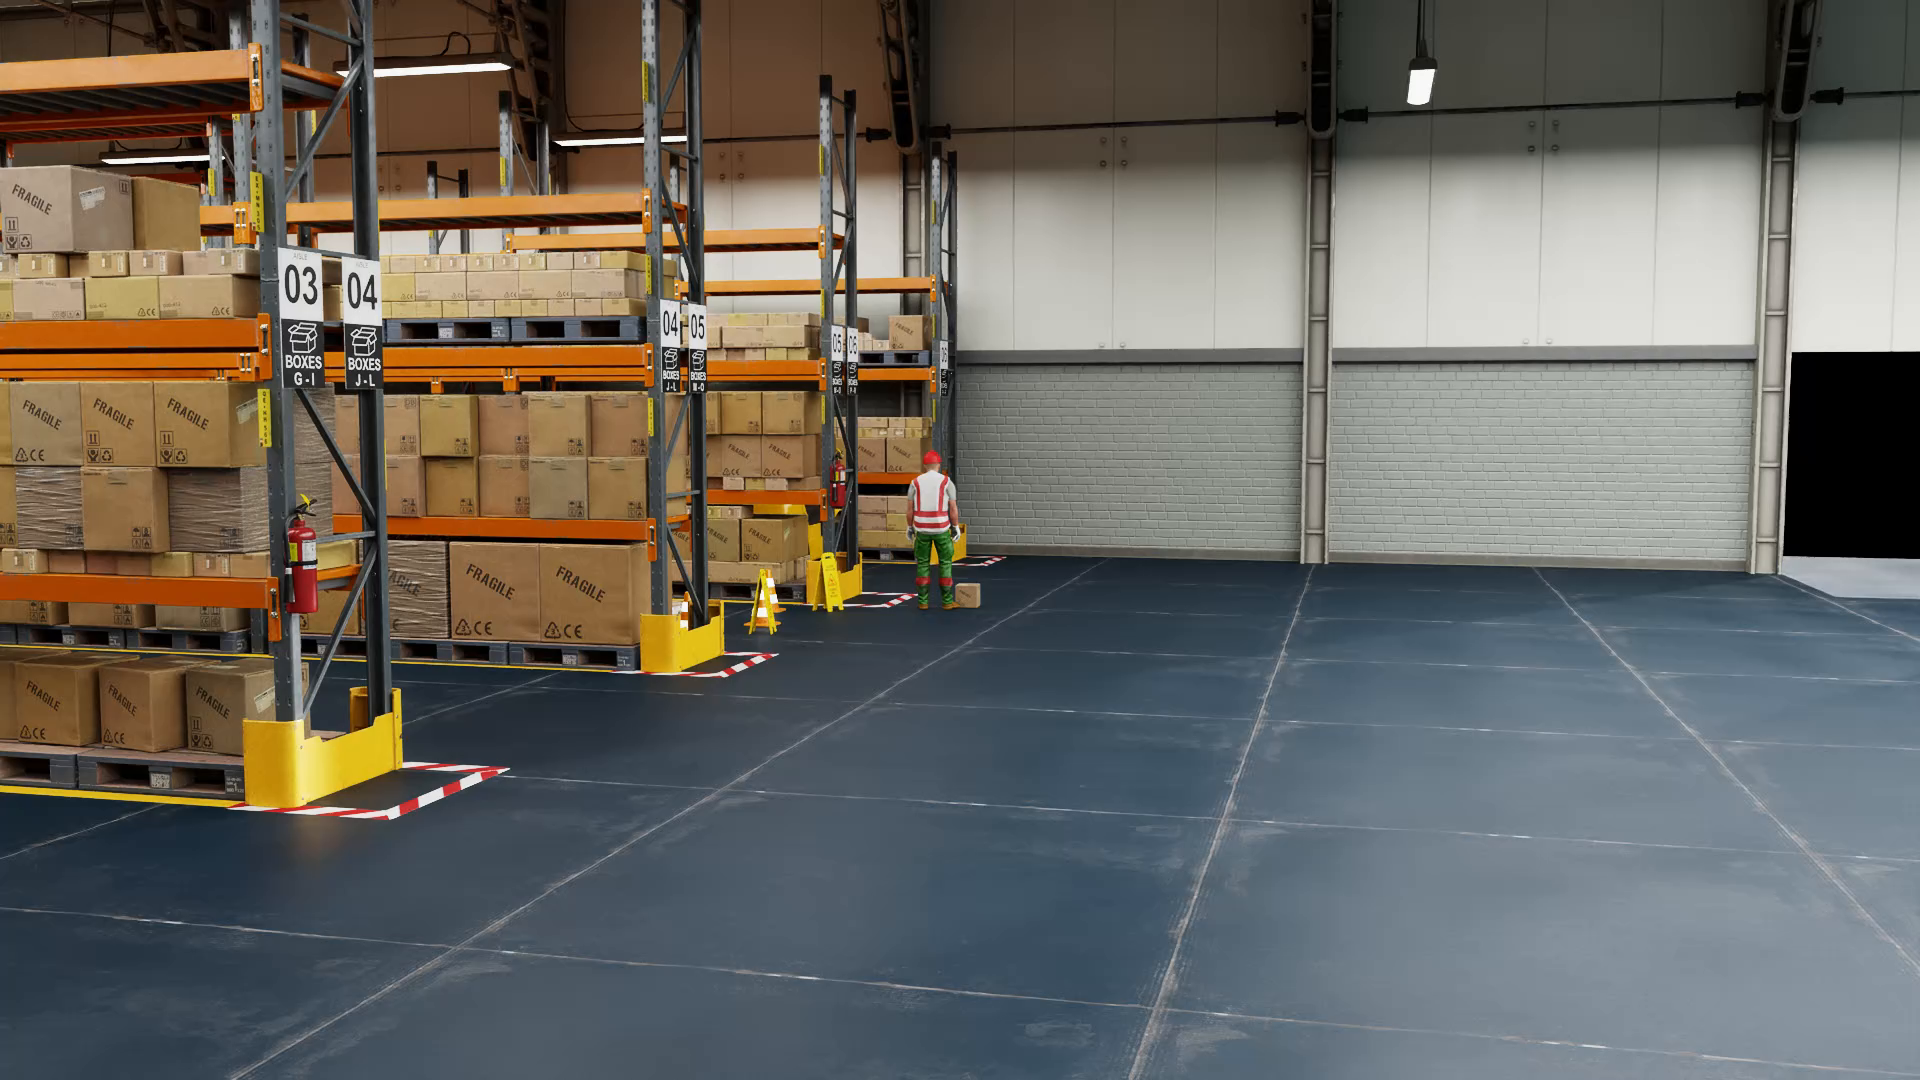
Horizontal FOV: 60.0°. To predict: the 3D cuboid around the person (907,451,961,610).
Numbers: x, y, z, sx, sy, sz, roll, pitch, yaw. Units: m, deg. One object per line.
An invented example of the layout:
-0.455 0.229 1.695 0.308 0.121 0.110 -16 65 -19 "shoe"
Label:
-0.299 -0.111 18.719 0.618 1.776 0.455 1 5 10 "person"
